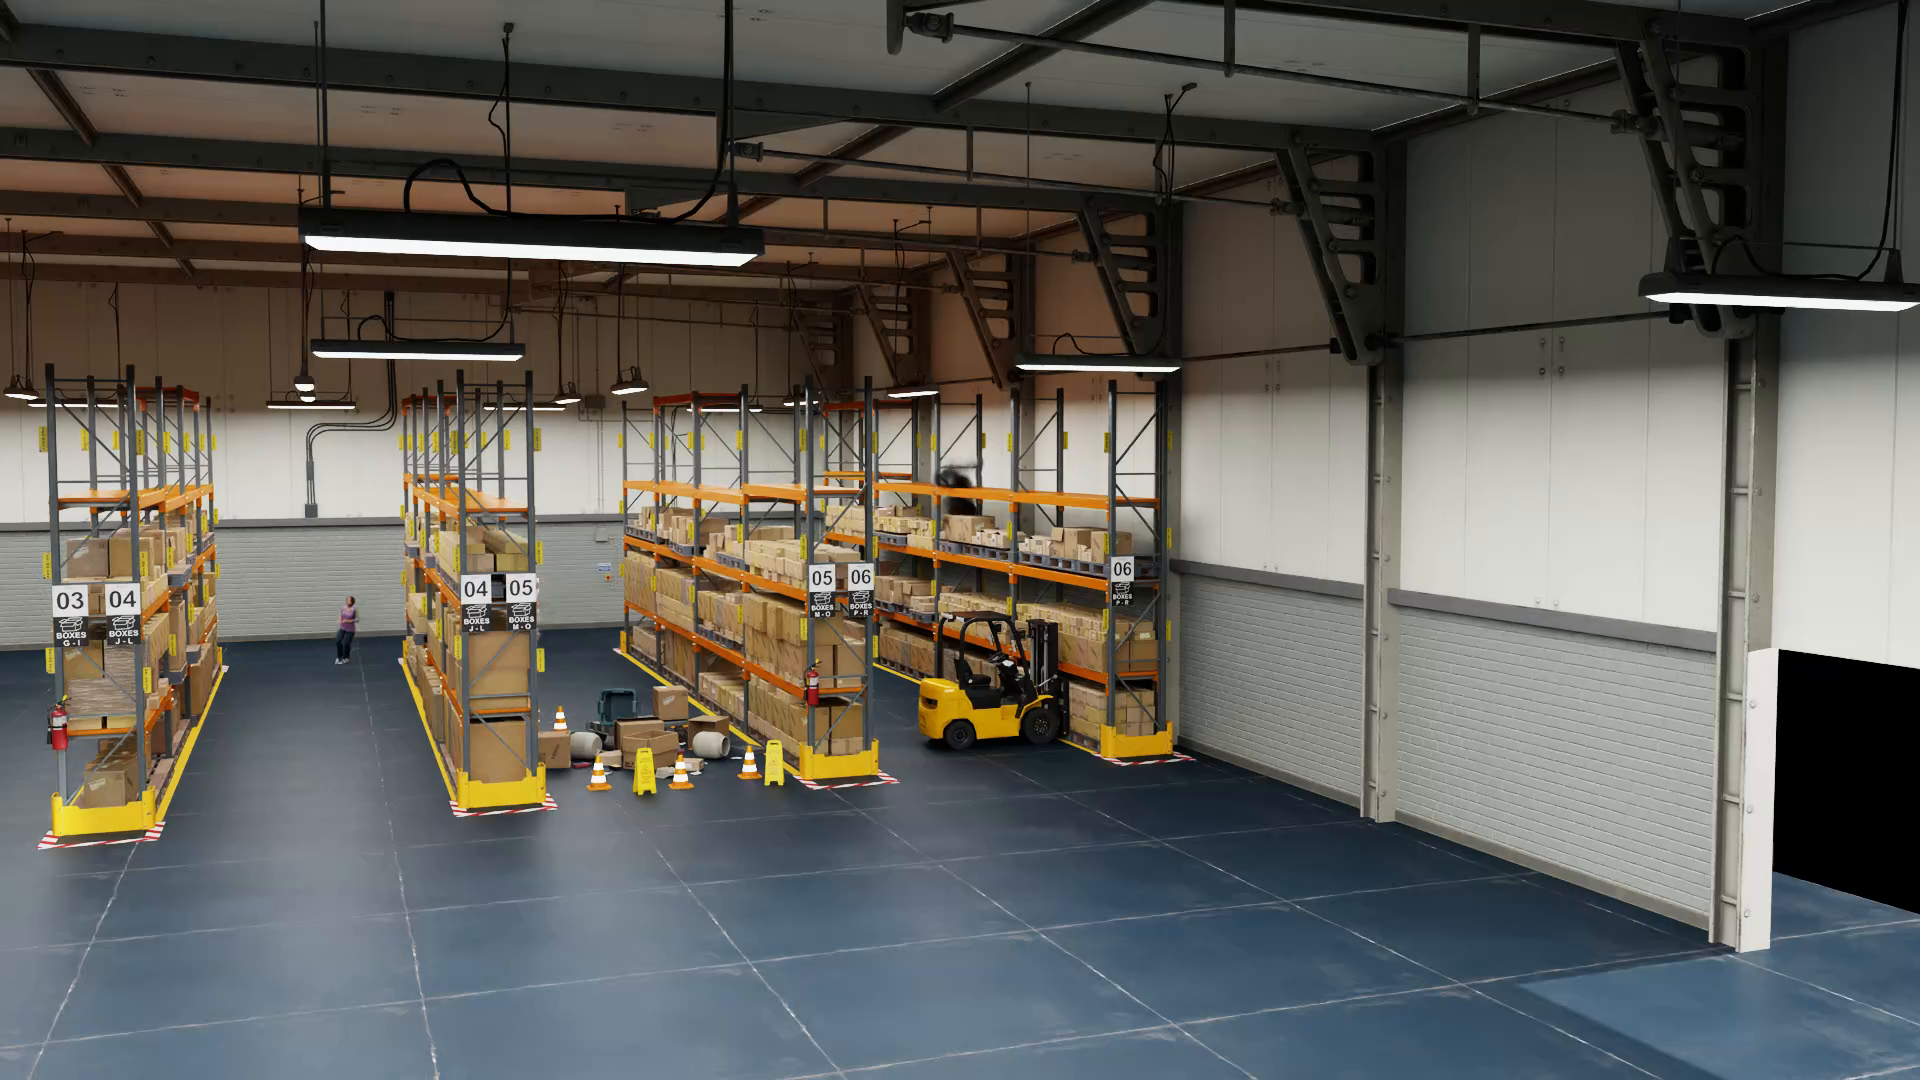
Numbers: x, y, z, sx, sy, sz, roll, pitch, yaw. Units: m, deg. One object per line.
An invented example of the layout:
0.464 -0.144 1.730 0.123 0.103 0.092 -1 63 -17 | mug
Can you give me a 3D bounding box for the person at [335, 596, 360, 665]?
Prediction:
-13.796 2.045 37.480 0.599 1.567 0.616 0 3 3 | person
